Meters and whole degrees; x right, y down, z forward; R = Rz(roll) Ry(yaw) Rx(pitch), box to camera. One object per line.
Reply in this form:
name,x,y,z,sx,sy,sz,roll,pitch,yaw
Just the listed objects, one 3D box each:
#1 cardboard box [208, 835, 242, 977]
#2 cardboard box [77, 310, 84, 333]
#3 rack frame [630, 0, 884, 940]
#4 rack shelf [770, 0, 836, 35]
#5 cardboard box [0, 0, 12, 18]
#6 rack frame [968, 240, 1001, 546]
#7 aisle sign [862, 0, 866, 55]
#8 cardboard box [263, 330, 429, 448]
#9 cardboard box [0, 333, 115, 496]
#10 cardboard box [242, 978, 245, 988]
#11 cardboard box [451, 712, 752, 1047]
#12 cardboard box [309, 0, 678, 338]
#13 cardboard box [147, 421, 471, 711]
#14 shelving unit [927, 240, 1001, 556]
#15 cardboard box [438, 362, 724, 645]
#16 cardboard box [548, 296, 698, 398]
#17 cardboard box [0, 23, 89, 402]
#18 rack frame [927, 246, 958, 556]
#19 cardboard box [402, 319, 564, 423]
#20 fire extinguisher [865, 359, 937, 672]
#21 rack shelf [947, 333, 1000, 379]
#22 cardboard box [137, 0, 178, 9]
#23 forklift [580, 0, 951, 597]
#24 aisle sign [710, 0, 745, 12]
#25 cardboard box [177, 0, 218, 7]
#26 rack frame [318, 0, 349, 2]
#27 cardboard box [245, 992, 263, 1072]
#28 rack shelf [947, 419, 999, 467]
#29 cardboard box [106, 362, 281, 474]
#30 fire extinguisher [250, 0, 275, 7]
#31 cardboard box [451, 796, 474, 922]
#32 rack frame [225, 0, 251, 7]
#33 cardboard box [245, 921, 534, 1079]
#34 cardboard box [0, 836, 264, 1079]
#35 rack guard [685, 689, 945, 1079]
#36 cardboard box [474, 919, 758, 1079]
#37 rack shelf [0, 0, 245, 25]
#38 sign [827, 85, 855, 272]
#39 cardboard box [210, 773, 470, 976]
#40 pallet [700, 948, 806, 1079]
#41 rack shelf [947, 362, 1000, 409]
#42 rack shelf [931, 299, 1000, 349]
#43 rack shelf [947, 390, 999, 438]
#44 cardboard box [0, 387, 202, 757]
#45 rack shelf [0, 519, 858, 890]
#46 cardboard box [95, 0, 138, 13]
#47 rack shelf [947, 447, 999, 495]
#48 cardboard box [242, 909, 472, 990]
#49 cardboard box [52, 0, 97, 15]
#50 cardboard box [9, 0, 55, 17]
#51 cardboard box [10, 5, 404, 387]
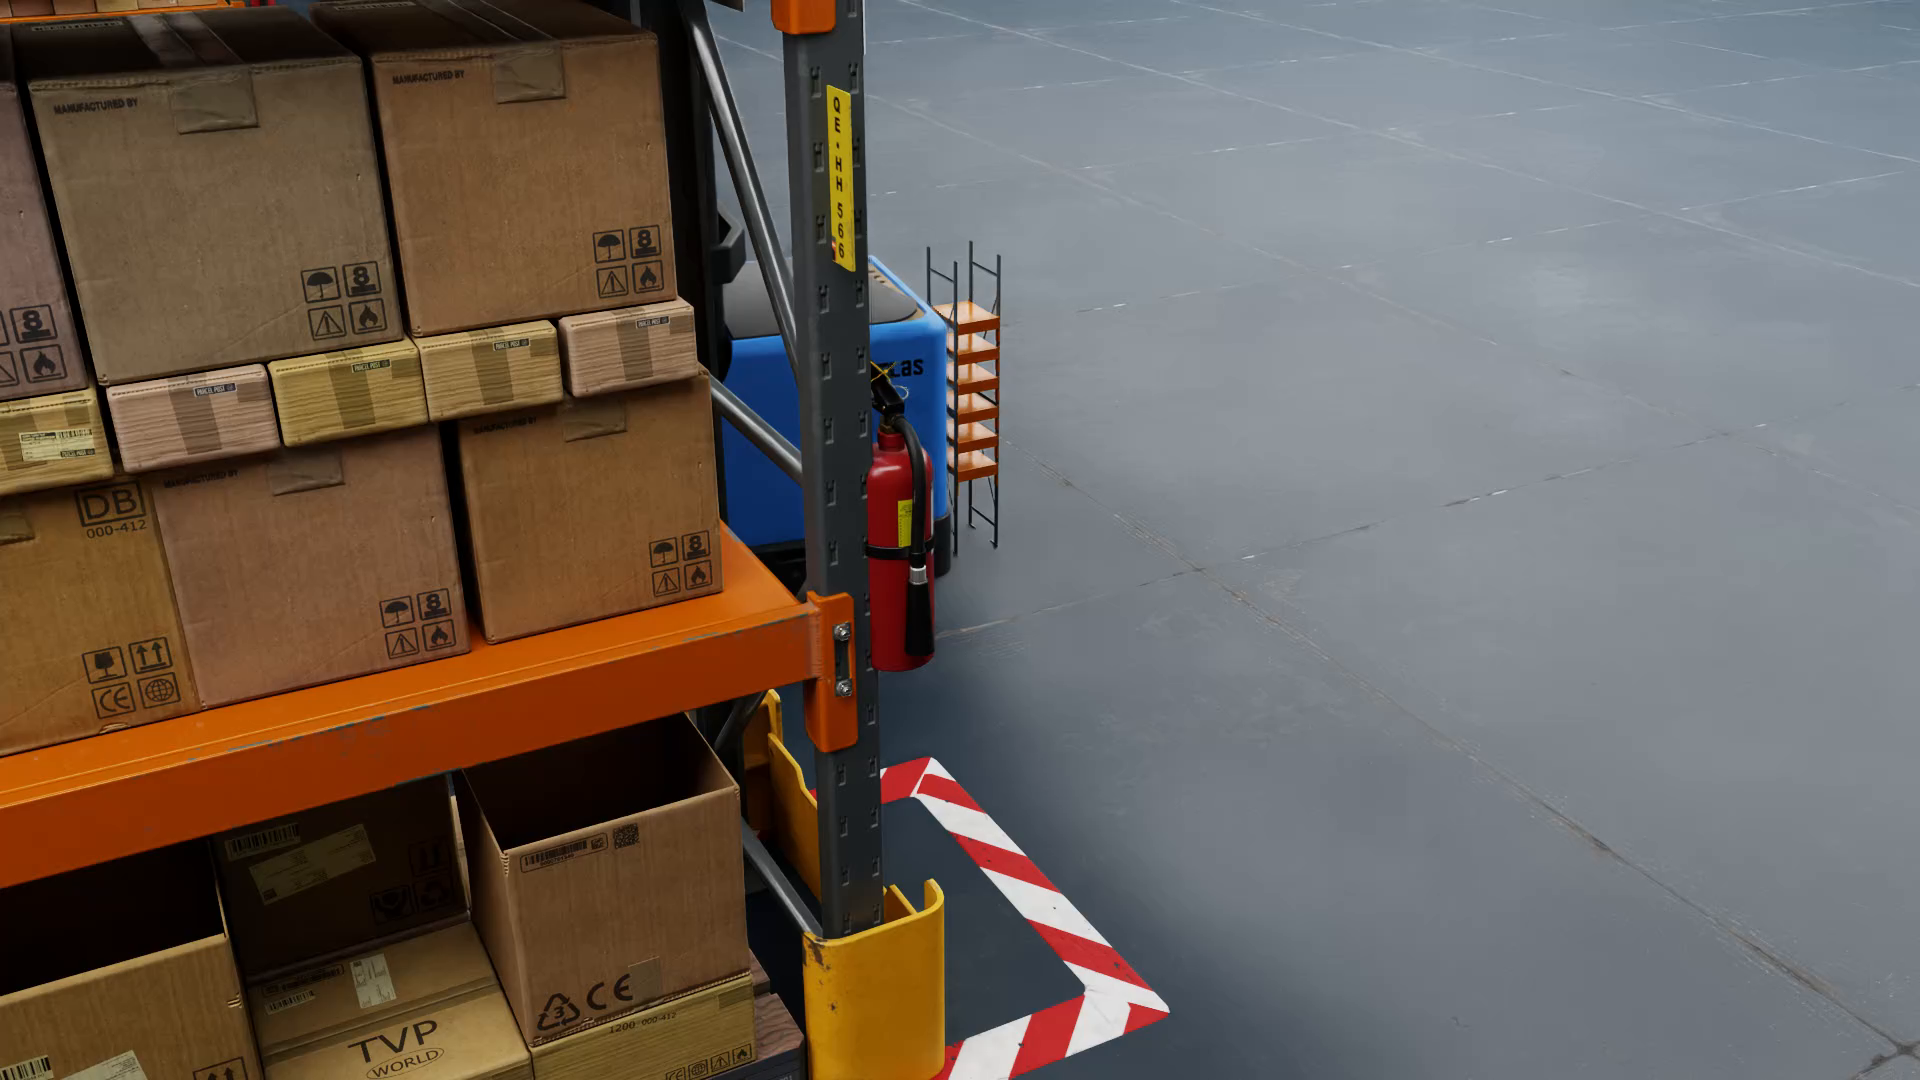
cardboard box,-1.916,0.704,3.644,0.500,0.500,0.500,-13,29,-25
cardboard box,-1.820,-0.371,3.192,0.250,0.149,0.380,-14,29,-27
rack frame,-0.462,-0.242,3.789,0.127,3.000,1.000,-13,29,-25
rack shelf,-2.227,-0.863,2.447,4.000,0.370,1.077,-13,29,-25
cardboard box,-6.370,-3.515,10.896,0.250,0.149,0.380,-13,29,-25
rack frame,0.093,-0.562,6.535,0.006,1.200,0.240,-13,29,-25
aisle sign,-0.266,-1.315,3.020,0.004,0.787,0.394,-13,29,-25
cardboard box,-1.166,-0.323,3.092,0.250,0.149,0.380,-13,29,-26
cardboard box,-1.620,-0.219,2.876,0.250,0.149,0.380,-12,28,-24
cardboard box,-1.921,1.037,3.816,0.500,0.250,0.500,-13,29,-25
cardboard box,-0.795,0.693,3.667,0.500,0.500,0.500,-13,29,-25
cardboard box,-0.927,-0.771,3.276,0.500,0.500,0.700,-13,29,-25
cardboard box,-1.341,-0.088,3.353,0.500,0.500,0.700,-12,28,-24
shelving unit,0.013,-0.544,6.496,0.189,1.200,0.258,-13,29,-25
cardboard box,-0.880,-0.197,3.579,0.500,0.500,0.700,-13,29,-25
cardboard box,-0.710,-0.429,3.313,0.250,0.149,0.380,-14,29,-26
cardboard box,-1.833,-0.559,2.834,0.500,0.500,0.700,-13,28,-25
rack frame,-0.068,-0.525,6.458,0.006,1.200,0.240,-13,29,-25
cardboard box,-0.940,-0.375,3.201,0.250,0.149,0.380,-12,28,-24
fire extinguisher,-0.139,-0.054,3.486,0.183,0.674,0.296,-13,29,-25
rack shelf,0.013,-0.720,6.412,0.180,0.103,0.258,-13,29,-25
cardboard box,-5.496,-3.725,11.334,0.250,0.149,0.380,-13,29,-25
forklift,-1.608,-1.121,5.699,3.031,2.935,1.130,-9,27,-17
aisle sign,-0.548,-1.544,3.498,0.004,0.787,0.394,-13,29,-25
cardboard box,-5.275,-3.776,11.440,0.250,0.149,0.380,-13,29,-25
rack frame,-2.790,-2.135,7.730,0.127,3.000,1.000,-13,29,-25
cardboard box,-1.672,1.239,3.395,0.500,0.250,0.500,-13,29,-25
rack shelf,0.013,-0.396,6.568,0.180,0.103,0.258,-13,29,-25
cardboard box,-1.389,-0.273,2.987,0.250,0.149,0.380,-13,28,-24
fire extinguisher,-4.803,-3.839,11.369,0.183,0.674,0.296,-13,29,-25
cardboard box,-1.040,0.832,4.243,0.500,0.250,0.500,-13,29,-25
rack frame,-5.121,-4.026,11.670,0.127,3.000,1.000,-13,29,-25
cardboard box,-1.232,1.136,3.609,0.500,0.250,0.500,-13,29,-25
cardboard box,-1.671,0.902,3.231,0.500,0.500,0.500,-13,29,-25
rack guard,-0.441,0.880,4.340,0.348,0.500,1.175,-13,29,-25
cardboard box,-0.796,1.030,3.831,0.500,0.250,0.500,-13,29,-25
rack shelf,-6.885,-3.295,10.978,4.000,0.370,1.077,-13,29,-25
sign,-0.219,-0.661,3.049,0.005,0.325,0.100,-13,29,-25
cardboard box,-1.480,0.597,3.867,0.500,0.500,0.500,-13,29,-25
pallet,-1.117,1.187,4.035,1.213,0.211,1.003,-13,29,-25
rack shelf,0.013,-0.612,6.464,0.180,0.103,0.258,-13,29,-25
rack shelf,0.013,-0.828,6.360,0.180,0.103,0.258,-13,29,-25
rack shelf,0.013,-0.504,6.516,0.180,0.103,0.258,-13,29,-25
cardboard box,-1.782,0.011,3.147,0.500,0.500,0.700,-13,28,-25
rack shelf,-2.227,0.489,3.096,4.000,0.370,1.077,-13,29,-25
cardboard box,-5.692,-3.655,11.187,0.250,0.149,0.380,-13,29,-25
rack shelf,0.013,-0.287,6.620,0.180,0.103,0.258,-13,29,-25
cardboard box,-1.480,0.936,4.028,0.500,0.250,0.500,-13,29,-25
cardboard box,-5.920,-3.610,11.093,0.250,0.149,0.380,-13,29,-25
cardboard box,-6.160,-3.575,11.020,0.250,0.149,0.380,-13,29,-25
cardboard box,-1.388,-0.662,3.049,0.500,0.500,0.700,-14,29,-26
